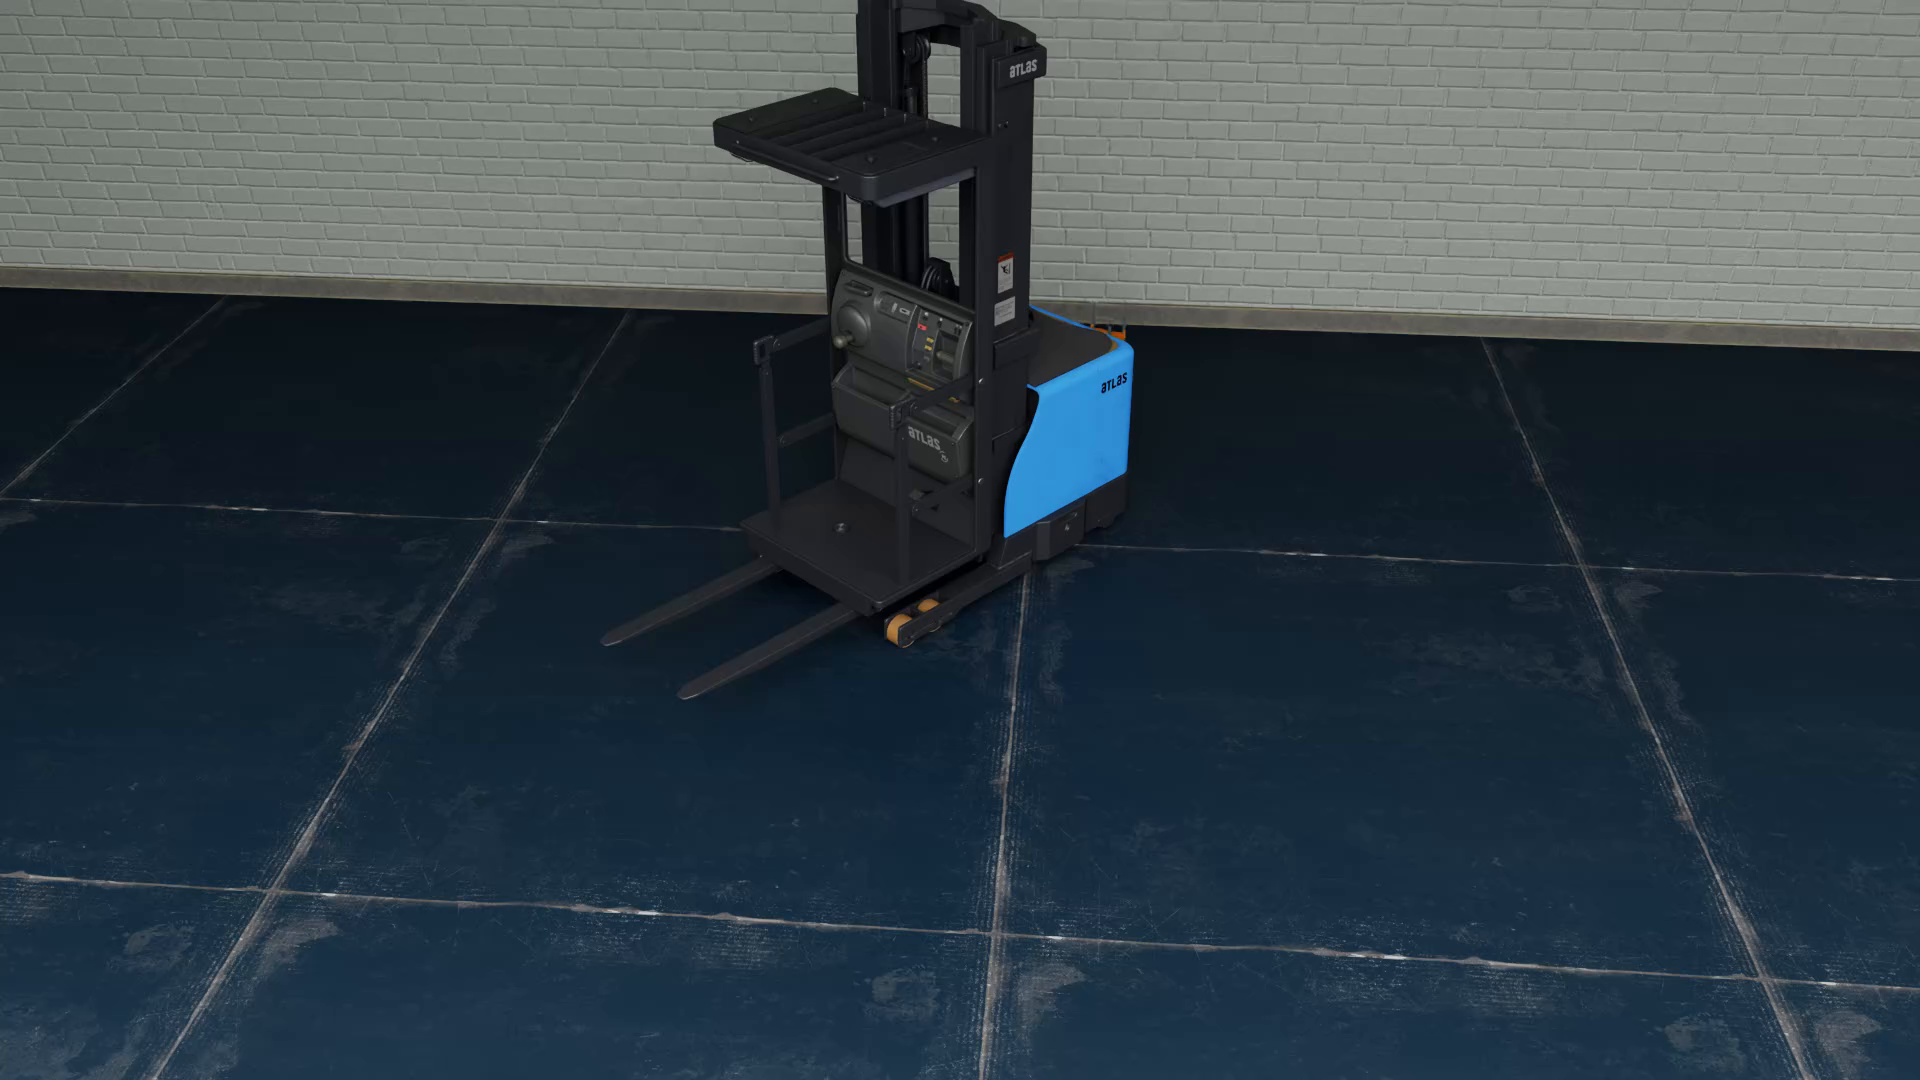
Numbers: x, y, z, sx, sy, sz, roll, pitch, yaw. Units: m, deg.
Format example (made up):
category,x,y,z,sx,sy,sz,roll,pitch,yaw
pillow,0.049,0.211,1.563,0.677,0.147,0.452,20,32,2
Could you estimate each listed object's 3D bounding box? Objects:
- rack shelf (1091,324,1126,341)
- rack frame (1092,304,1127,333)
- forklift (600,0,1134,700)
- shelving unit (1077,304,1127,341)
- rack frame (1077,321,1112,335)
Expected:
category,x,y,z,sx,sy,sz,roll,pitch,yaw
rack shelf,0.794,-1.042,9.415,0.215,0.259,0.240,13,35,20
rack frame,0.845,-0.871,9.655,0.200,1.050,0.008,13,35,20
forklift,-0.443,-1.012,8.099,1.130,2.935,3.031,27,41,37
shelving unit,0.795,-0.811,9.562,0.215,1.050,0.252,13,35,20
rack frame,0.744,-0.751,9.468,0.200,1.050,0.008,13,35,20
